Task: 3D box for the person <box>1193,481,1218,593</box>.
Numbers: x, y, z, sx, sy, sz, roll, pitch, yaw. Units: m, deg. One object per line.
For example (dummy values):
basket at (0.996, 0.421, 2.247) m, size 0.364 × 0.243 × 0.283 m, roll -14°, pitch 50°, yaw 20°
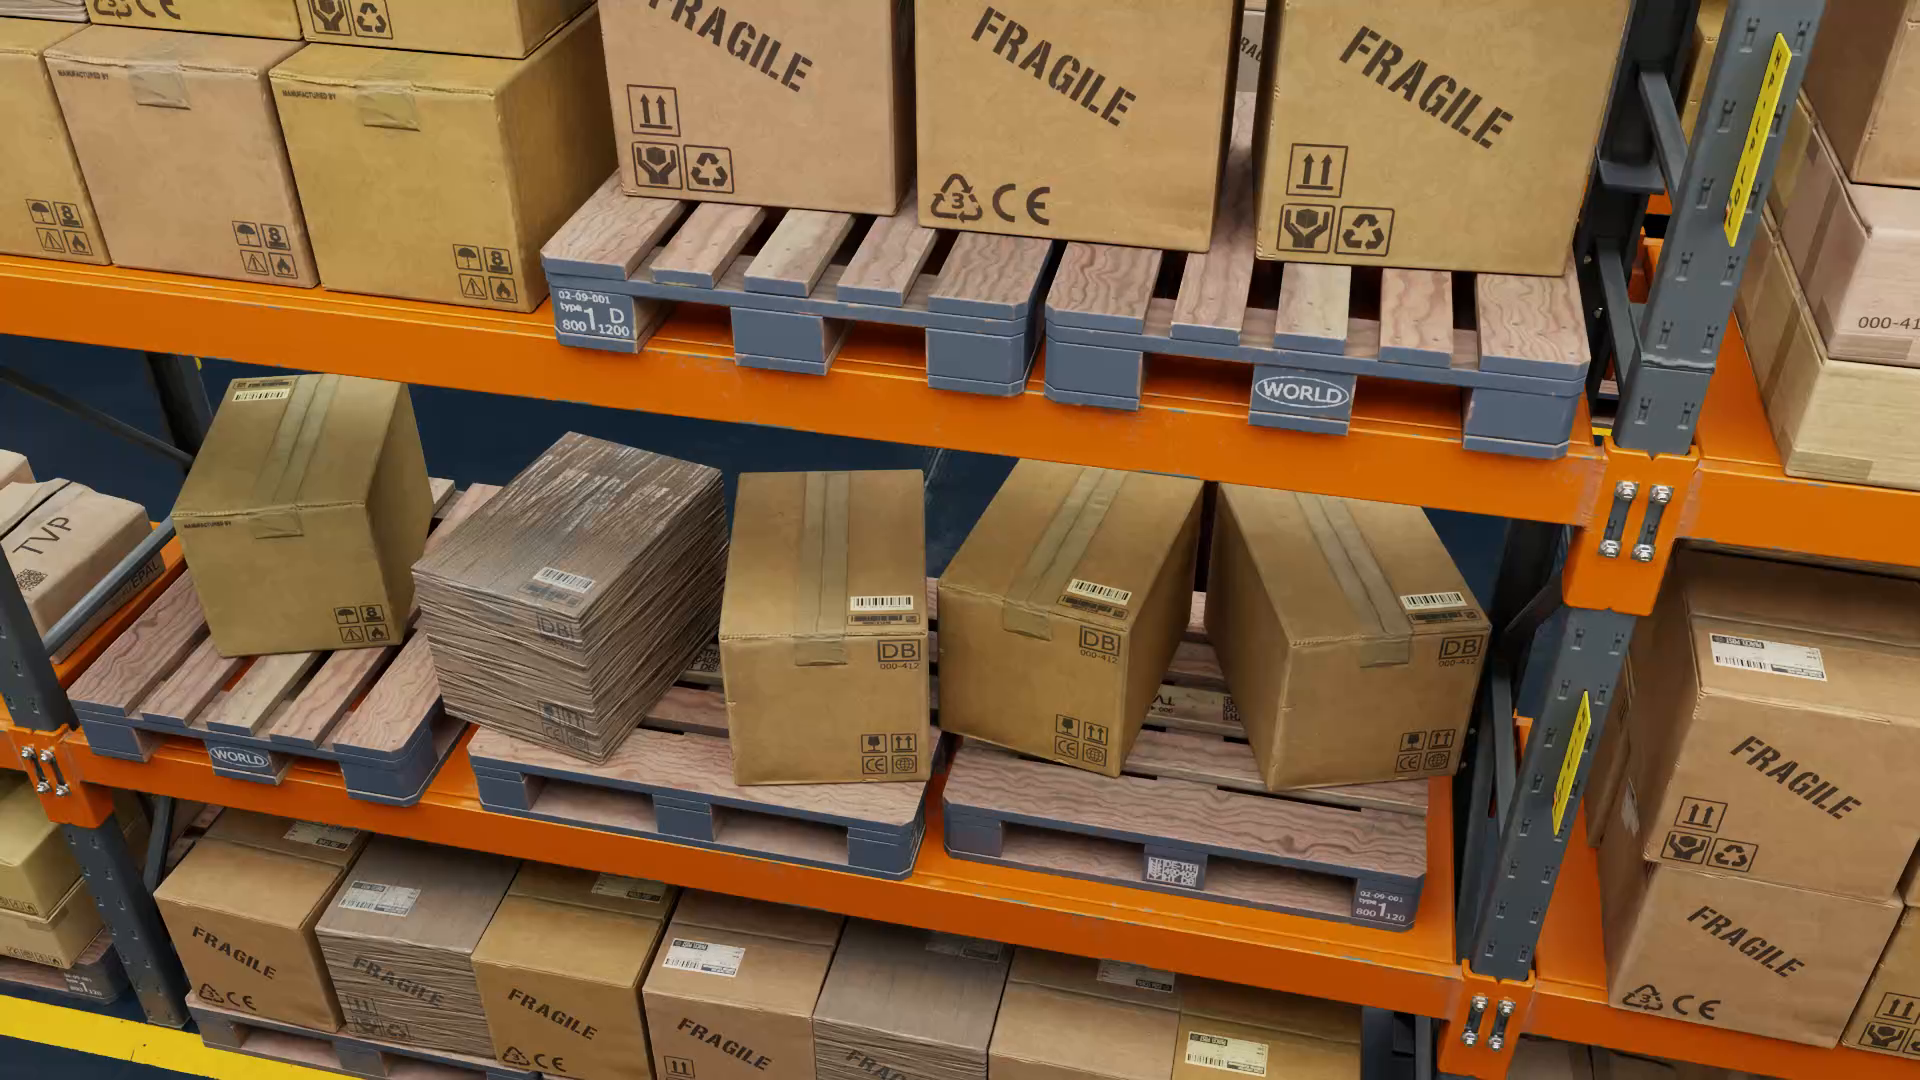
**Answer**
person at (0.839, -0.028, 6.156) m, size 0.596 × 1.783 × 0.579 m, roll 10°, pitch 37°, yaw 13°
